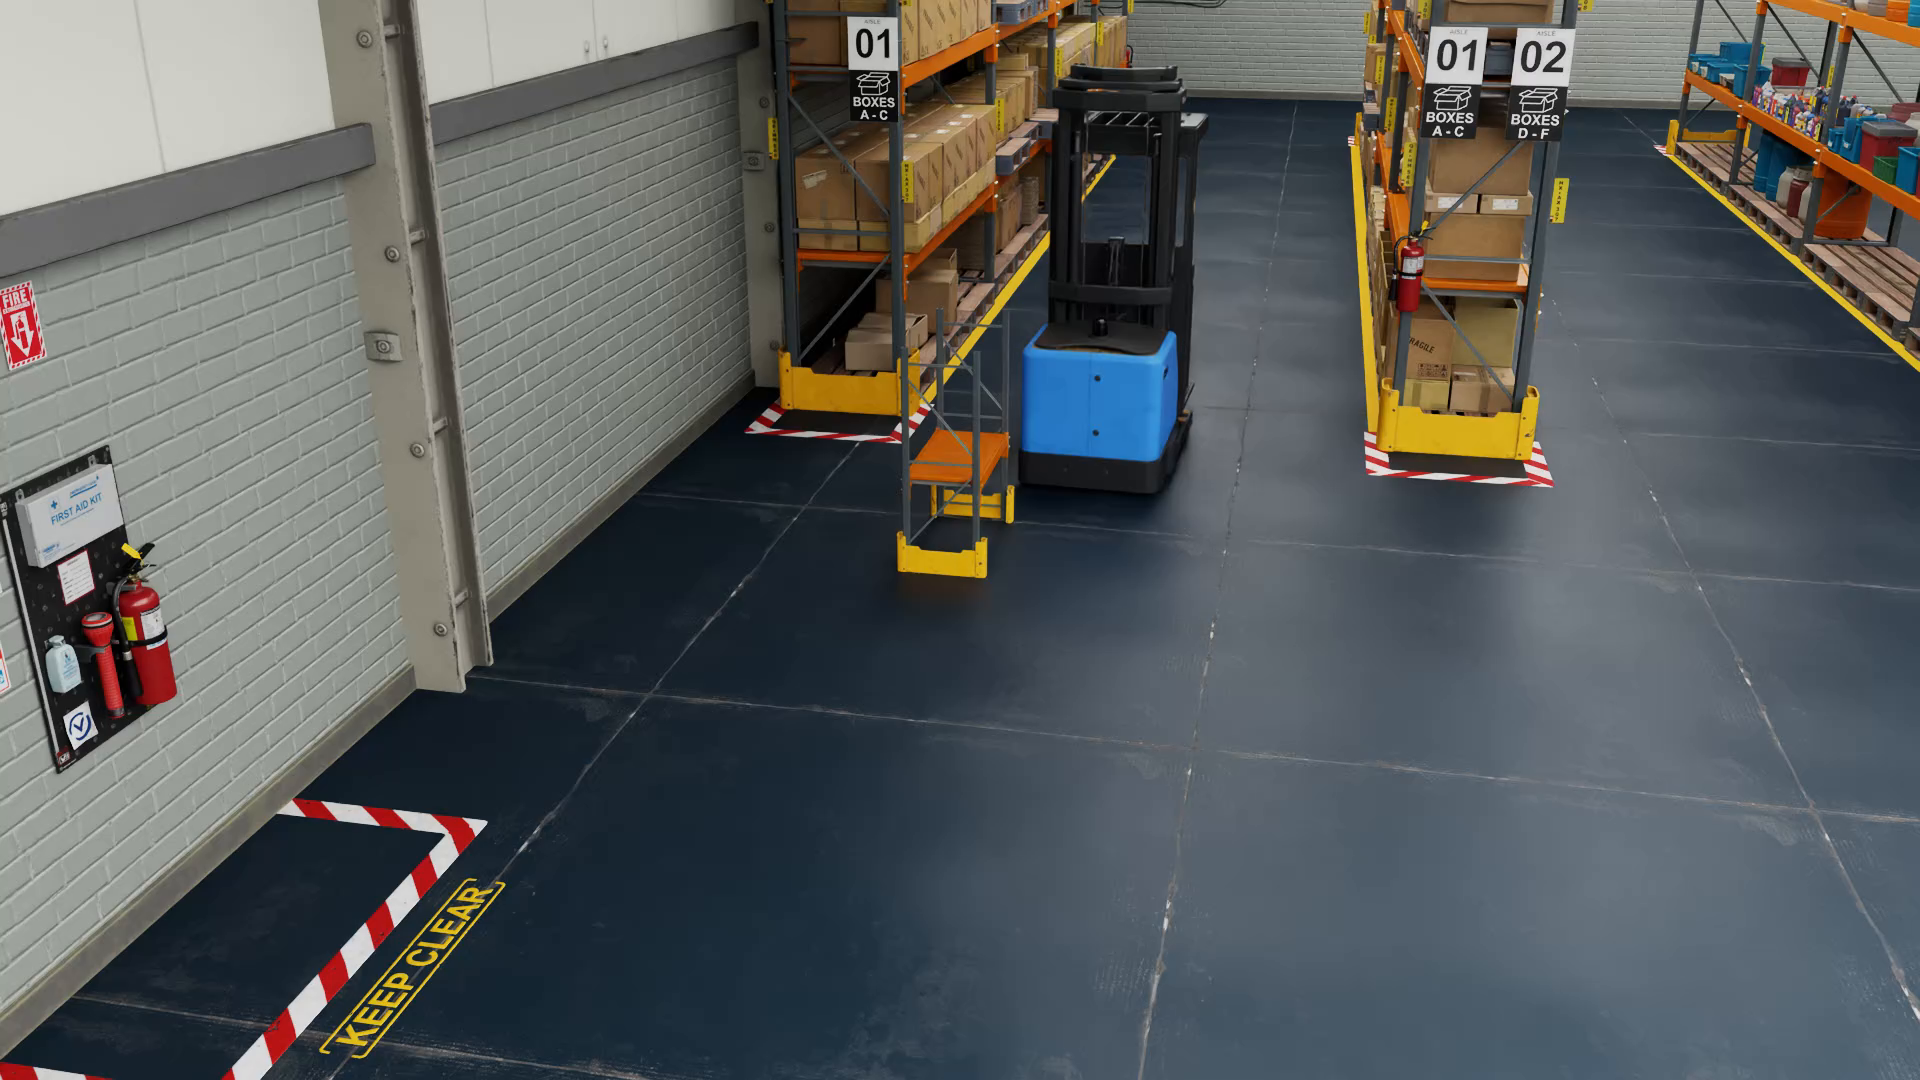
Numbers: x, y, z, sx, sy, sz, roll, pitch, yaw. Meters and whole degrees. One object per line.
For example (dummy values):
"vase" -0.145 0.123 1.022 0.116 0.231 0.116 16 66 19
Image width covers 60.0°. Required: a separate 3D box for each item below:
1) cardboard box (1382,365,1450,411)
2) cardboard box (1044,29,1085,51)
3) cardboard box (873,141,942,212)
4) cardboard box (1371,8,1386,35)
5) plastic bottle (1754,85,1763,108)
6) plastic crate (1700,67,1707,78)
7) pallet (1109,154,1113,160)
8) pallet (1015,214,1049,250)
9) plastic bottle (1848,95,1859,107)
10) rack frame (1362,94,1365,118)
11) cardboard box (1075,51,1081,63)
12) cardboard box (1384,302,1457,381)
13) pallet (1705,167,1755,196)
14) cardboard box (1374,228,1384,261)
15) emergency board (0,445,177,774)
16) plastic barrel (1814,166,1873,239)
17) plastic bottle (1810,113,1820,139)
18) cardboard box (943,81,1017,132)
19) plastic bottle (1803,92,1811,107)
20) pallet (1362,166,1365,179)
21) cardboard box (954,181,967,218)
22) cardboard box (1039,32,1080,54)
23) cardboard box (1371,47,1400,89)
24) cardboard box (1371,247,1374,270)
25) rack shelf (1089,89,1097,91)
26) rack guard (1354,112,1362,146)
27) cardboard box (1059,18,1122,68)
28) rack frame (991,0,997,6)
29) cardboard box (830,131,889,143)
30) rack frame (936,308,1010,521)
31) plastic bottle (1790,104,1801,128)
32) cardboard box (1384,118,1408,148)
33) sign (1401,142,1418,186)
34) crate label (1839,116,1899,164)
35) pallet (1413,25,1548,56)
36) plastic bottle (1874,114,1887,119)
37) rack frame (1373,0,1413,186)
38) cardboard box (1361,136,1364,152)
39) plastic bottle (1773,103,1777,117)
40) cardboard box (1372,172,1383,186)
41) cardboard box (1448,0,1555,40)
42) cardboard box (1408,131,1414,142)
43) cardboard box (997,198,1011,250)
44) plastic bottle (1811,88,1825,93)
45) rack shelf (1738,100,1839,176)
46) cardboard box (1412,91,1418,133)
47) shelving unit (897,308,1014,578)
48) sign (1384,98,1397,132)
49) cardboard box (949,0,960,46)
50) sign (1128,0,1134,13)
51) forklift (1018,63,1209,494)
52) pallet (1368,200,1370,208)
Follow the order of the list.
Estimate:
"cardboard box" 3.717 -1.260 13.585 0.500 0.250 0.500 4 22 11
"cardboard box" 1.433 -6.865 22.822 0.500 0.250 0.500 5 22 12
"cardboard box" -0.451 -3.117 14.249 0.500 0.500 0.500 5 22 11
"cardboard box" 6.504 -7.781 25.187 0.500 0.500 0.500 4 22 10
"plastic bottle" 10.675 -5.927 22.212 0.061 0.283 0.133 4 22 11
"plastic crate" 11.353 -7.076 25.180 0.250 0.136 0.298 4 22 11
"pallet" 1.974 -6.313 26.746 1.003 0.211 1.213 4 22 11
"pallet" 0.518 -3.845 20.618 1.003 0.211 1.213 4 22 11
"plastic bottle" 11.102 -5.345 20.675 0.144 0.351 0.185 4 22 11
"rack frame" 7.162 -7.973 27.136 1.000 3.000 0.127 4 22 11
"cardboard box" 1.346 -6.339 22.519 0.500 0.500 0.500 5 22 12
"cardboard box" 3.715 -1.608 13.446 0.500 0.500 0.500 4 22 11
"pallet" 11.306 -5.110 23.759 1.003 0.211 1.213 4 22 11
"cardboard box" 4.615 -3.125 17.466 0.500 0.311 0.500 5 22 12
"emergency board" -3.423 0.275 6.655 0.194 1.169 0.643 4 22 11
"plastic barrel" 10.461 -4.037 19.705 0.600 0.830 0.708 4 22 11
"plastic bottle" 10.090 -4.879 19.610 0.061 0.283 0.133 4 22 11
"cardboard box" 0.225 -4.842 18.638 0.700 0.500 0.500 8 23 18
"plastic bottle" 11.304 -5.873 22.188 0.097 0.201 0.097 0 22 0
"pallet" 6.487 -5.468 24.649 1.003 0.211 1.213 4 22 11
"cardboard box" -0.236 -3.154 15.343 0.500 0.250 0.500 5 22 11
"cardboard box" 1.330 -6.679 22.359 0.500 0.250 0.500 4 22 10
"cardboard box" 5.952 -6.339 22.383 0.700 0.500 0.500 8 23 19
"cardboard box" 4.723 -3.050 18.030 0.500 0.250 0.500 5 22 12
"rack shelf" 1.087 -5.822 22.757 1.077 0.370 4.000 4 22 11
"rack guard" 7.146 -6.786 27.534 1.175 0.500 0.348 4 22 11
"cardboard box" 2.080 -8.035 26.887 0.980 0.700 0.700 4 22 10
"rack frame" -0.137 -6.744 16.053 1.000 3.000 0.127 4 22 11
"cardboard box" -0.851 -3.347 14.819 0.500 0.500 0.500 4 22 9
"rack frame" 0.086 -0.850 11.458 0.500 1.500 0.032 4 22 11
"plastic bottle" 10.276 -5.213 20.439 0.061 0.283 0.133 4 22 11
"cardboard box" 5.157 -4.694 19.113 0.500 0.311 0.500 4 22 10
"sign" 3.369 -2.815 12.462 0.100 0.325 0.005 4 22 11
"crate label" 9.910 -4.342 18.073 0.502 0.435 0.616 4 22 11
"pallet" 4.314 -4.176 13.812 1.003 0.211 1.213 4 22 11
"plastic bottle" 10.877 -4.914 19.706 0.152 0.276 0.135 4 22 11
"rack frame" 5.530 -5.048 19.872 1.000 3.000 0.127 4 22 11
"cardboard box" 6.337 -5.972 25.176 0.500 0.311 0.500 4 22 11
"plastic bottle" 10.487 -5.520 21.311 0.097 0.201 0.097 0 22 0
"cardboard box" 5.491 -4.452 21.150 0.500 0.500 0.500 5 23 13
"cardboard box" 4.019 -4.031 12.444 0.797 0.503 0.637 6 23 15
"cardboard box" 4.418 -3.757 15.664 0.380 0.149 0.250 5 22 12
"cardboard box" 0.197 -3.652 19.164 0.700 0.500 0.500 5 22 12
"plastic bottle" 11.430 -5.905 22.167 0.152 0.276 0.135 4 22 11
"rack shelf" 10.786 -5.066 20.881 1.077 0.370 4.000 4 22 11
"cardboard box" 4.629 -4.070 15.574 0.700 0.500 0.500 5 22 11
"shelving unit" -0.016 -0.668 11.004 0.587 1.500 1.083 4 22 11
"sign" 4.180 -4.123 16.132 0.100 0.325 0.005 4 22 11
"cardboard box" -0.305 -4.630 14.659 0.500 0.500 0.500 6 23 14
"sign" 2.840 -8.950 27.695 0.100 0.325 0.005 4 22 11
"forklift" 1.285 -2.215 12.930 1.130 2.935 3.031 5 23 13
"pallet" 5.970 -4.469 22.168 1.003 0.211 1.213 4 22 11
